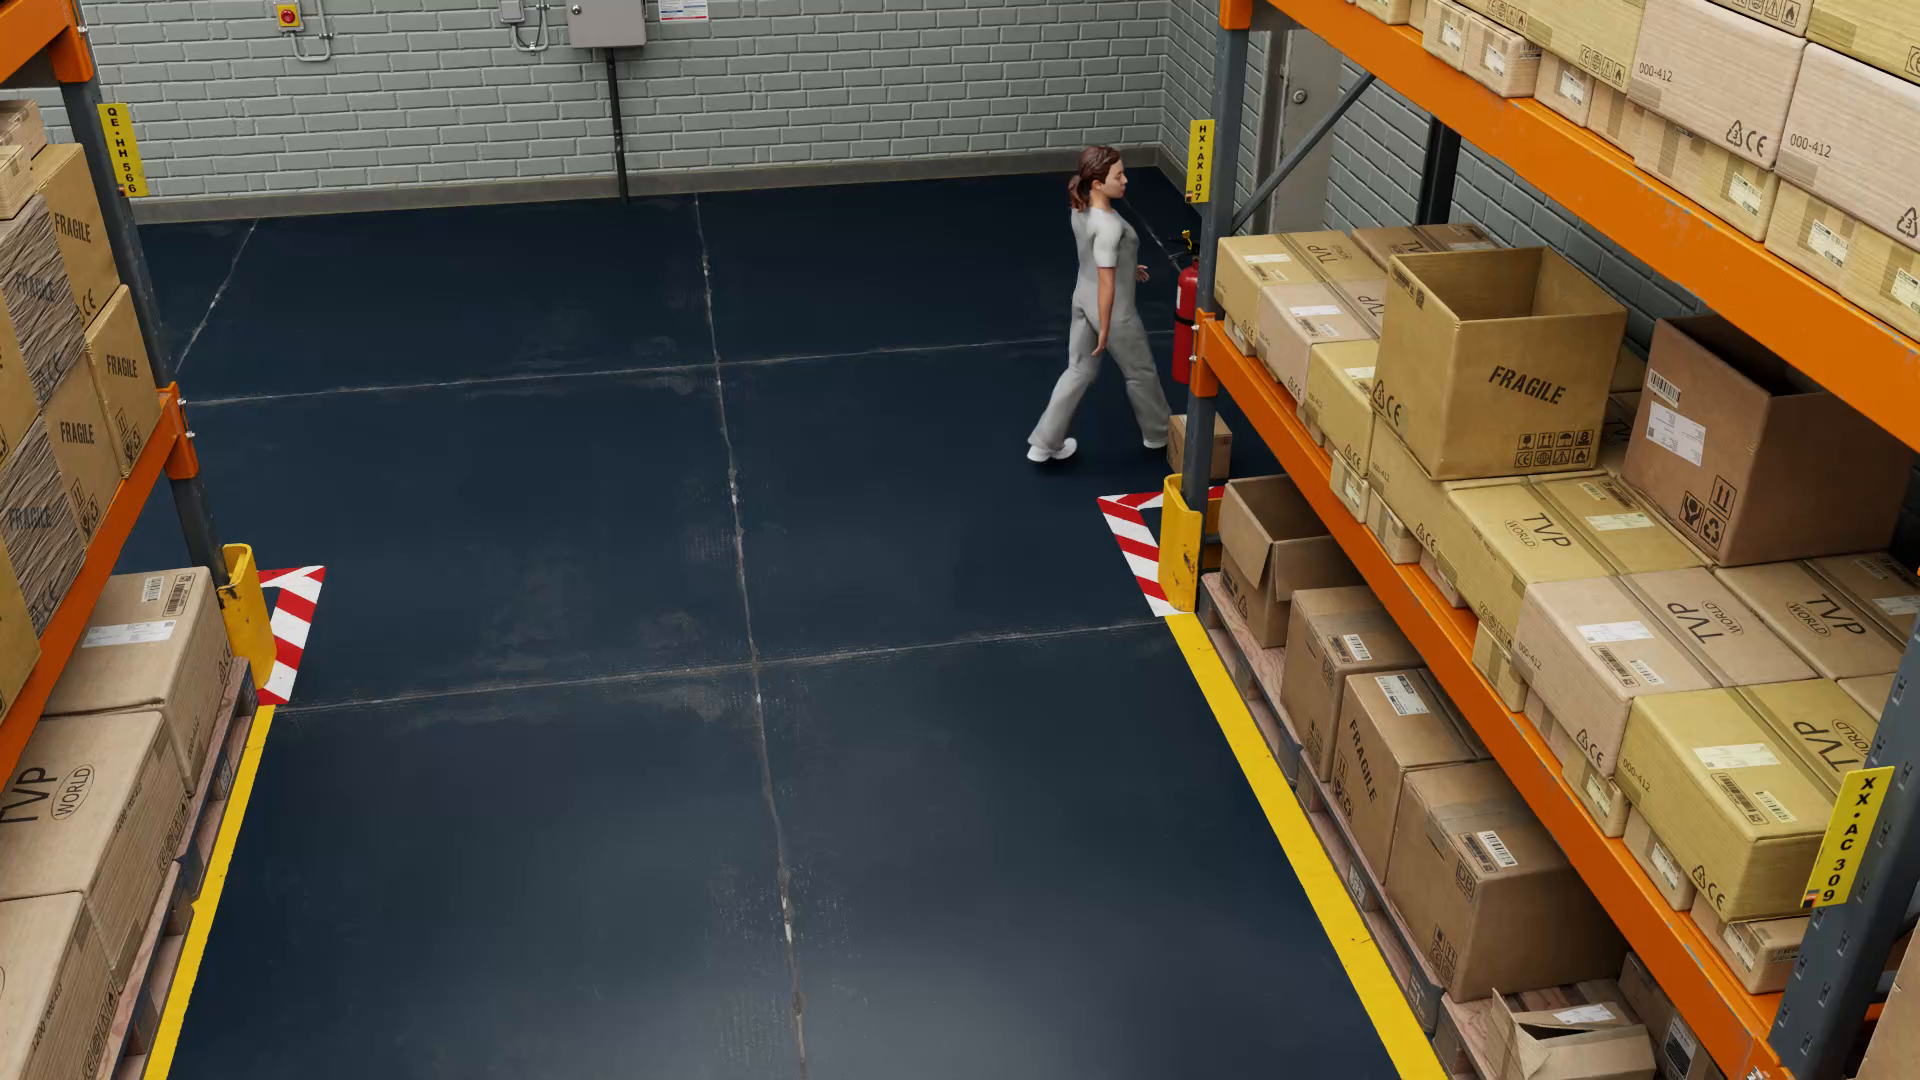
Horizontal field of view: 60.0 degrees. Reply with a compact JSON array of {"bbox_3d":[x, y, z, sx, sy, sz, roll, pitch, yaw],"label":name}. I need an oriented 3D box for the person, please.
[{"bbox_3d":[0.777,-1.144,8.069,0.946,1.617,0.497,-11,33,-18],"label":"person"}]
